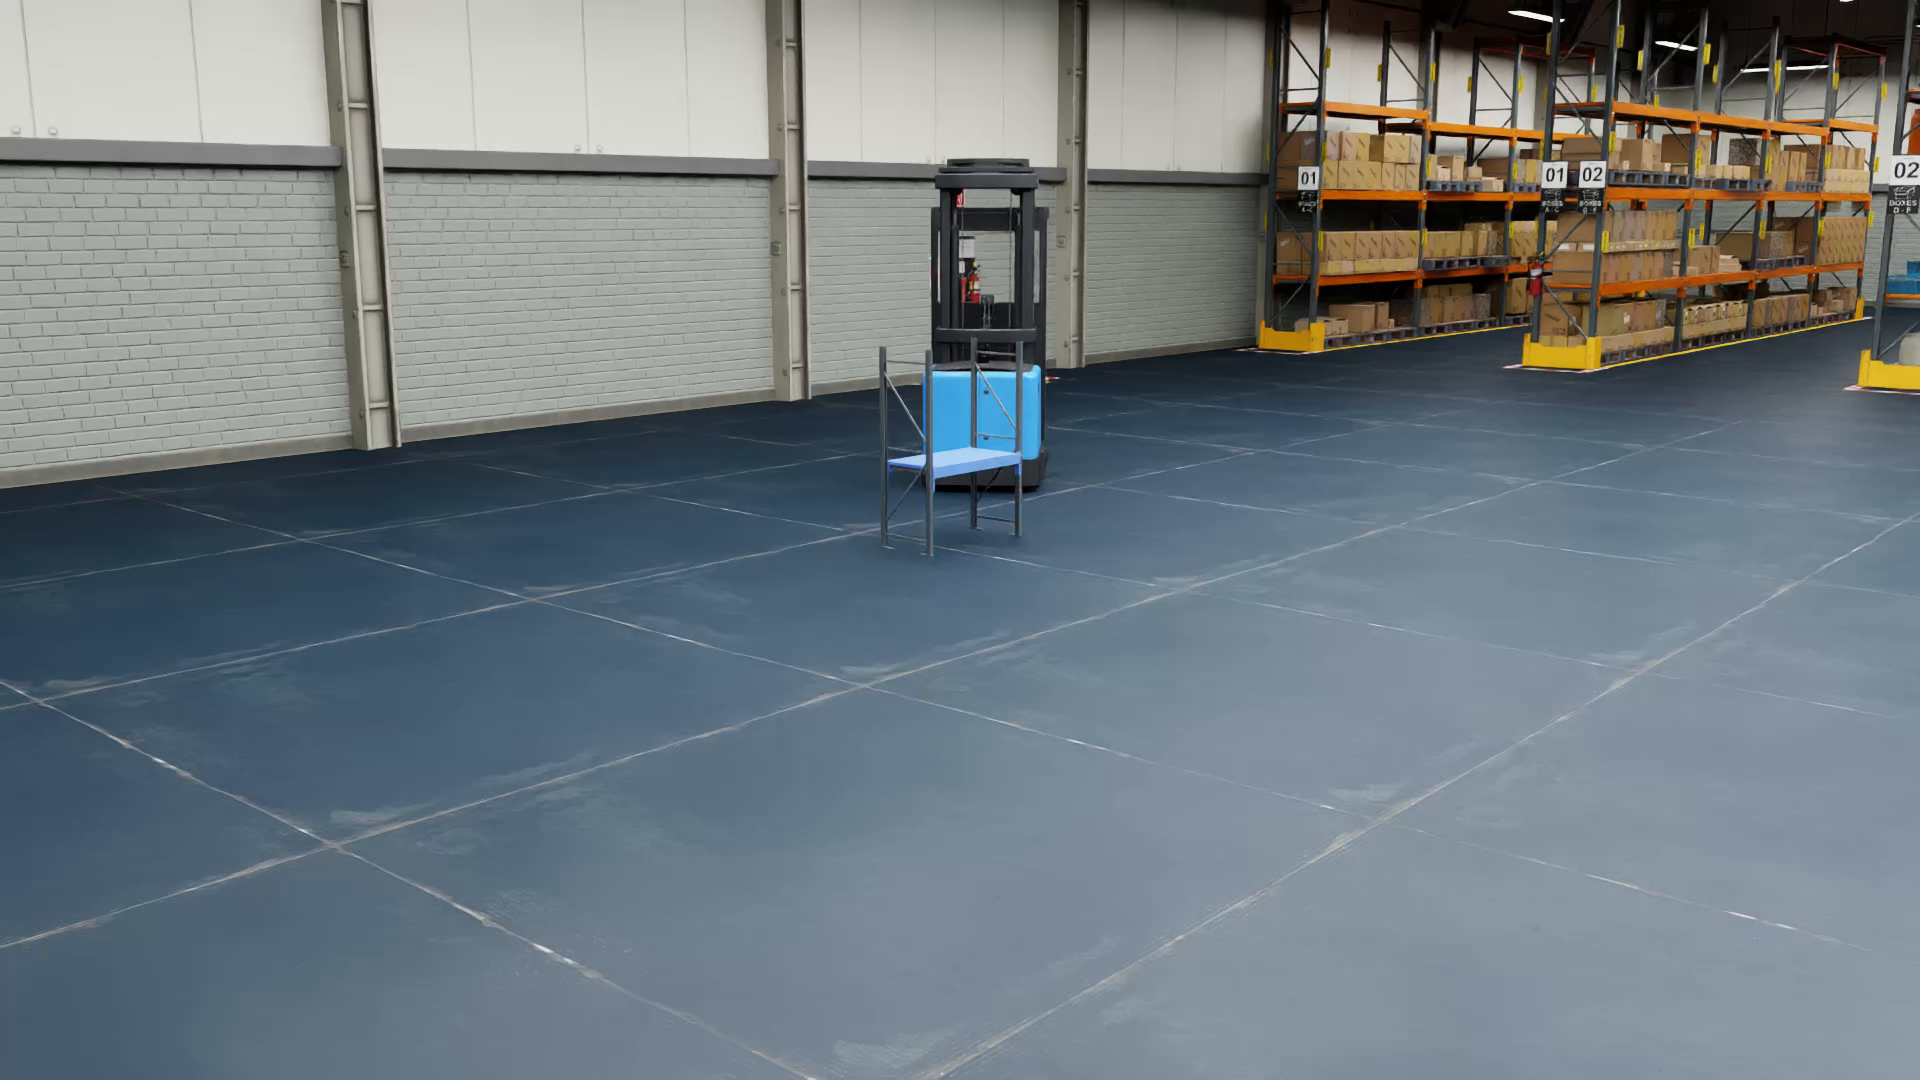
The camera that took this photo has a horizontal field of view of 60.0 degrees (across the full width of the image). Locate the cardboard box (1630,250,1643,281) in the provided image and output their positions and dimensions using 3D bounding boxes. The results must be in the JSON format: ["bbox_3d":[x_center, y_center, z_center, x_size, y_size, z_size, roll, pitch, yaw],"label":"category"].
[{"bbox_3d":[10.955,-4.590,27.781,0.700,0.500,0.500,10,15,42],"label":"cardboard box"}]

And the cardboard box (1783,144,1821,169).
[{"bbox_3d":[17.831,-8.099,35.133,0.700,0.500,0.500,10,15,40],"label":"cardboard box"}]

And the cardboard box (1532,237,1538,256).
[{"bbox_3d":[12.368,-6.455,36.305,0.500,0.500,0.500,10,15,40],"label":"cardboard box"}]

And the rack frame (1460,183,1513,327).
[{"bbox_3d":[11.174,-6.063,35.409,1.000,3.000,0.127,10,15,40],"label":"rack frame"}]

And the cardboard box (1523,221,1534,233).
[{"bbox_3d":[12.022,-6.748,35.859,0.500,0.250,0.500,9,15,40],"label":"cardboard box"}]

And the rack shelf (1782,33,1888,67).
[{"bbox_3d":[18.859,-10.525,35.783,1.077,0.370,4.000,10,15,40],"label":"rack shelf"}]

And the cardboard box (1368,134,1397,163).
[{"bbox_3d":[7.716,-7.226,30.713,0.500,0.500,0.500,9,14,38],"label":"cardboard box"}]

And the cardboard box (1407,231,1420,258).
[{"bbox_3d":[8.454,-5.669,31.854,0.500,0.500,0.500,10,15,40],"label":"cardboard box"}]

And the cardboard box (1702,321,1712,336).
[{"bbox_3d":[13.388,-3.871,30.383,0.500,0.250,0.500,9,15,39],"label":"cardboard box"}]

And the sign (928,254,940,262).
[{"bbox_3d":[-0.347,-4.068,23.978,0.001,0.109,0.331,10,15,40],"label":"sign"}]

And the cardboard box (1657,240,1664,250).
[{"bbox_3d":[11.731,-5.020,28.277,0.380,0.149,0.250,10,15,40],"label":"cardboard box"}]

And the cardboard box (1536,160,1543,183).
[{"bbox_3d":[12.454,-8.116,36.653,0.700,0.500,0.500,10,15,40],"label":"cardboard box"}]

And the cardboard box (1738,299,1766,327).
[{"bbox_3d":[15.413,-4.443,32.558,0.500,0.500,0.500,11,15,43],"label":"cardboard box"}]

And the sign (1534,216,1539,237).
[{"bbox_3d":[9.219,-5.002,26.537,0.100,0.325,0.005,10,15,40],"label":"sign"}]

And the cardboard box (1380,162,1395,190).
[{"bbox_3d":[7.706,-6.739,30.828,0.500,0.500,0.500,9,14,38],"label":"cardboard box"}]

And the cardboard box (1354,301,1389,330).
[{"bbox_3d":[7.879,-4.307,31.874,0.500,0.500,0.500,8,14,36],"label":"cardboard box"}]

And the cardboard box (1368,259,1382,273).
[{"bbox_3d":[7.462,-5.080,30.817,0.500,0.250,0.500,10,15,41],"label":"cardboard box"}]

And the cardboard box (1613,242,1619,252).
[{"bbox_3d":[10.376,-4.719,26.768,0.380,0.149,0.250,10,15,41],"label":"cardboard box"}]

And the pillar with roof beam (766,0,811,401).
[{"bbox_3d":[1.018,-5.721,18.378,9.100,9.000,0.400,10,15,40],"label":"pillar with roof beam"}]

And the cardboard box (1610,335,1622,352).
[{"bbox_3d":[10.465,-3.228,27.163,0.500,0.250,0.500,10,15,40],"label":"cardboard box"}]

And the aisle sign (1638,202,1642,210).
[{"bbox_3d":[16.728,-8.487,40.907,0.394,0.787,0.004,10,15,40],"label":"aisle sign"}]

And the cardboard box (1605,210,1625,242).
[{"bbox_3d":[10.313,-5.084,26.941,0.700,0.500,0.500,9,15,39],"label":"cardboard box"}]

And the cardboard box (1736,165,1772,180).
[{"bbox_3d":[15.161,-7.012,32.245,0.910,0.500,0.500,10,15,40],"label":"cardboard box"}]

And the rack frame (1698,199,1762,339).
[{"bbox_3d":[14.898,-5.423,32.206,1.000,3.000,0.127,10,15,40],"label":"rack frame"}]

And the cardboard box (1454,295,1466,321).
[{"bbox_3d":[10.004,-4.803,34.359,0.700,0.500,0.500,10,15,40],"label":"cardboard box"}]

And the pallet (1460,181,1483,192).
[{"bbox_3d":[9.704,-7.084,33.339,1.213,0.211,1.003,10,15,40],"label":"pallet"}]

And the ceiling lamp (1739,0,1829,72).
[{"bbox_3d":[20.124,-13.113,40.485,2.000,3.185,0.800,10,15,40],"label":"ceiling lamp"}]

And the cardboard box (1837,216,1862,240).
[{"bbox_3d":[19.759,-6.964,37.112,0.500,0.500,0.500,10,15,42],"label":"cardboard box"}]

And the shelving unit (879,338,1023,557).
[{"bbox_3d":[-0.056,-0.723,12.501,0.538,1.500,1.048,10,15,40],"label":"shelving unit"}]

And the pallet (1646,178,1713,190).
[{"bbox_3d":[12.830,-6.343,29.642,0.805,0.209,1.217,9,14,38],"label":"pallet"}]

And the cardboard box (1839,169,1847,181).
[{"bbox_3d":[18.714,-7.840,35.752,0.500,0.250,0.500,10,15,40],"label":"cardboard box"}]

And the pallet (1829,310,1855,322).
[{"bbox_3d":[19.603,-5.104,37.728,1.003,0.211,1.213,10,15,40],"label":"pallet"}]

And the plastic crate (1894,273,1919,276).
[{"bbox_3d":[13.874,-3.739,24.155,0.499,0.251,0.408,10,15,40],"label":"plastic crate"}]

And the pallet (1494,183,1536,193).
[{"bbox_3d":[11.560,-7.543,35.643,1.213,0.211,1.003,11,16,43],"label":"pallet"}]

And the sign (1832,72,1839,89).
[{"bbox_3d":[17.959,-9.418,34.103,0.100,0.325,0.005,10,15,40],"label":"sign"}]

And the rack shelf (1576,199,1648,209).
[{"bbox_3d":[15.135,-8.064,39.606,1.077,0.370,4.000,10,15,40],"label":"rack shelf"}]

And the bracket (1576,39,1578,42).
[{"bbox_3d":[14.168,-11.589,38.567,0.235,0.232,0.430,10,15,40],"label":"bracket"}]

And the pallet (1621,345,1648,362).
[{"bbox_3d":[10.896,-3.175,28.071,1.003,0.211,1.213,10,15,40],"label":"pallet"}]

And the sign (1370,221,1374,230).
[{"bbox_3d":[8.115,-6.114,32.706,0.100,0.325,0.005,10,15,40],"label":"sign"}]

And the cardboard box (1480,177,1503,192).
[{"bbox_3d":[10.902,-7.359,34.417,0.500,0.311,0.500,10,15,40],"label":"cardboard box"}]

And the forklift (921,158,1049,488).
[{"bbox_3d":[0.292,-2.146,15.973,1.130,2.935,3.031,1,11,5],"label":"forklift"}]

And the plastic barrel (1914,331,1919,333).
[{"bbox_3d":[14.043,-2.772,24.209,0.421,0.512,0.421,0,11,0],"label":"plastic barrel"}]

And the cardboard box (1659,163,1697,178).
[{"bbox_3d":[12.671,-6.528,29.387,0.500,0.250,0.500,-10,15,-42],"label":"cardboard box"}]

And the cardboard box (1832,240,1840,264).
[{"bbox_3d":[18.747,-6.250,36.088,0.500,0.500,0.500,10,15,40],"label":"cardboard box"}]

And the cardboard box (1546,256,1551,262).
[{"bbox_3d":[12.933,-6.271,37.039,0.380,0.149,0.250,9,15,39],"label":"cardboard box"}]

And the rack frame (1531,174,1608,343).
[{"bbox_3d":[9.617,-4.246,26.313,1.000,3.000,0.127,10,15,40],"label":"rack frame"}]

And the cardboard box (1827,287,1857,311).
[{"bbox_3d":[20.005,-5.478,37.740,0.500,0.500,0.500,10,15,40],"label":"cardboard box"}]

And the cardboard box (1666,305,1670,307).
[{"bbox_3d":[12.648,-4.141,30.304,0.500,0.311,0.500,10,15,42],"label":"cardboard box"}]

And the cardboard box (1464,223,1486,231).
[{"bbox_3d":[10.768,-6.542,34.773,0.380,0.149,0.250,7,13,31],"label":"cardboard box"}]

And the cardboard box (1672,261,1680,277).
[{"bbox_3d":[12.550,-4.839,29.665,0.500,0.250,0.500,11,16,44],"label":"cardboard box"}]

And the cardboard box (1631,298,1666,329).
[{"bbox_3d":[11.777,-3.892,28.570,0.500,0.500,0.500,10,15,40],"label":"cardboard box"}]

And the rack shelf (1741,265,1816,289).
[{"bbox_3d":[16.218,-5.365,33.749,1.077,0.370,4.000,10,15,40],"label":"rack shelf"}]

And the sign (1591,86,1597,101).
[{"bbox_3d":[14.230,-10.022,37.327,0.100,0.325,0.005,10,15,40],"label":"sign"}]

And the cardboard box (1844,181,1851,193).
[{"bbox_3d":[19.037,-7.669,36.175,0.500,0.250,0.500,10,15,40],"label":"cardboard box"}]

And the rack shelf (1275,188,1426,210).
[{"bbox_3d":[7.214,-6.299,30.766,1.077,0.370,4.000,10,15,40],"label":"rack shelf"}]
